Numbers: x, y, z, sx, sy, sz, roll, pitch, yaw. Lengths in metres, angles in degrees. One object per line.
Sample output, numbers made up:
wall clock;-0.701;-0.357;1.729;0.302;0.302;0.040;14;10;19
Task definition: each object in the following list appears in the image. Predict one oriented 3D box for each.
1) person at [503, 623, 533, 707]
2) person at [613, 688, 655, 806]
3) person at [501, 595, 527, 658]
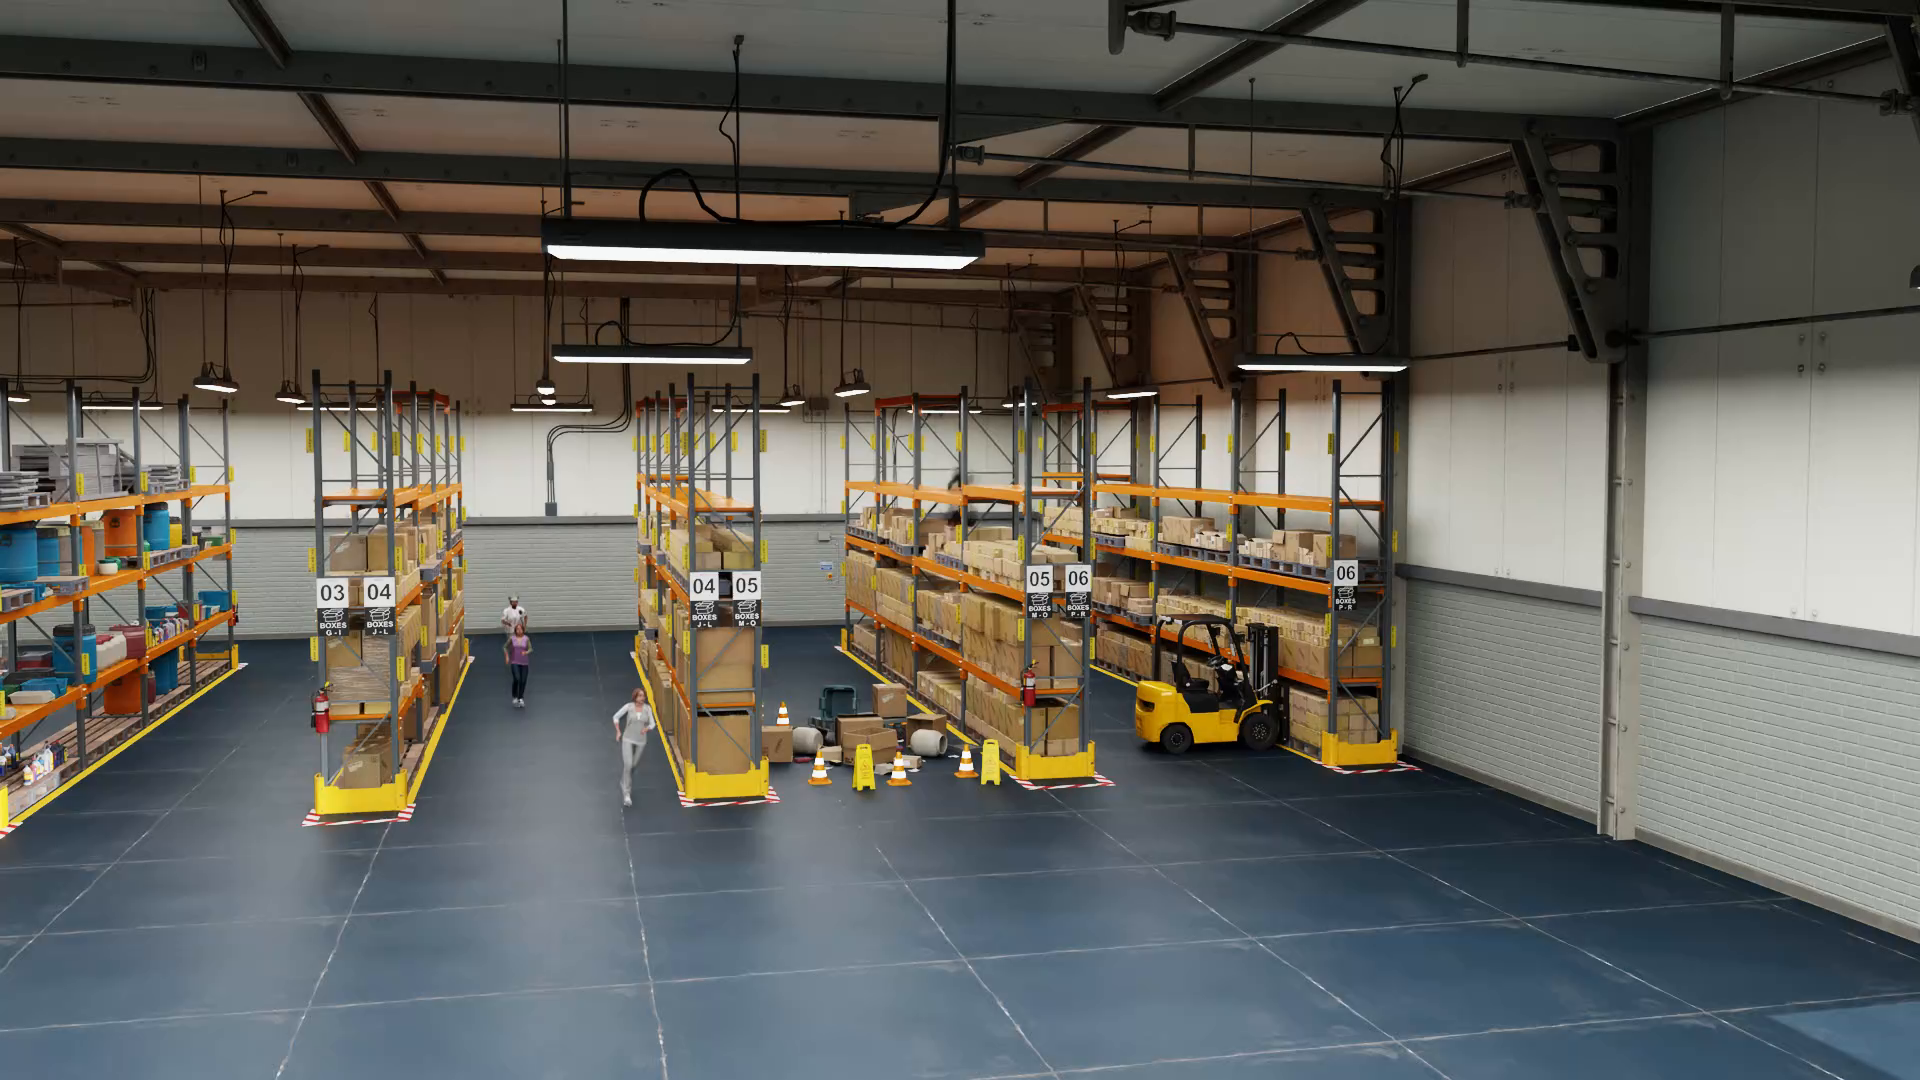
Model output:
person;-8.374;2.377;31.566;0.506;1.586;0.656;-2;4;-25
person;-4.572;2.865;23.409;0.560;1.592;0.829;-2;4;-25
person;-9.783;2.068;36.498;0.561;1.744;0.728;-1;3;-14
